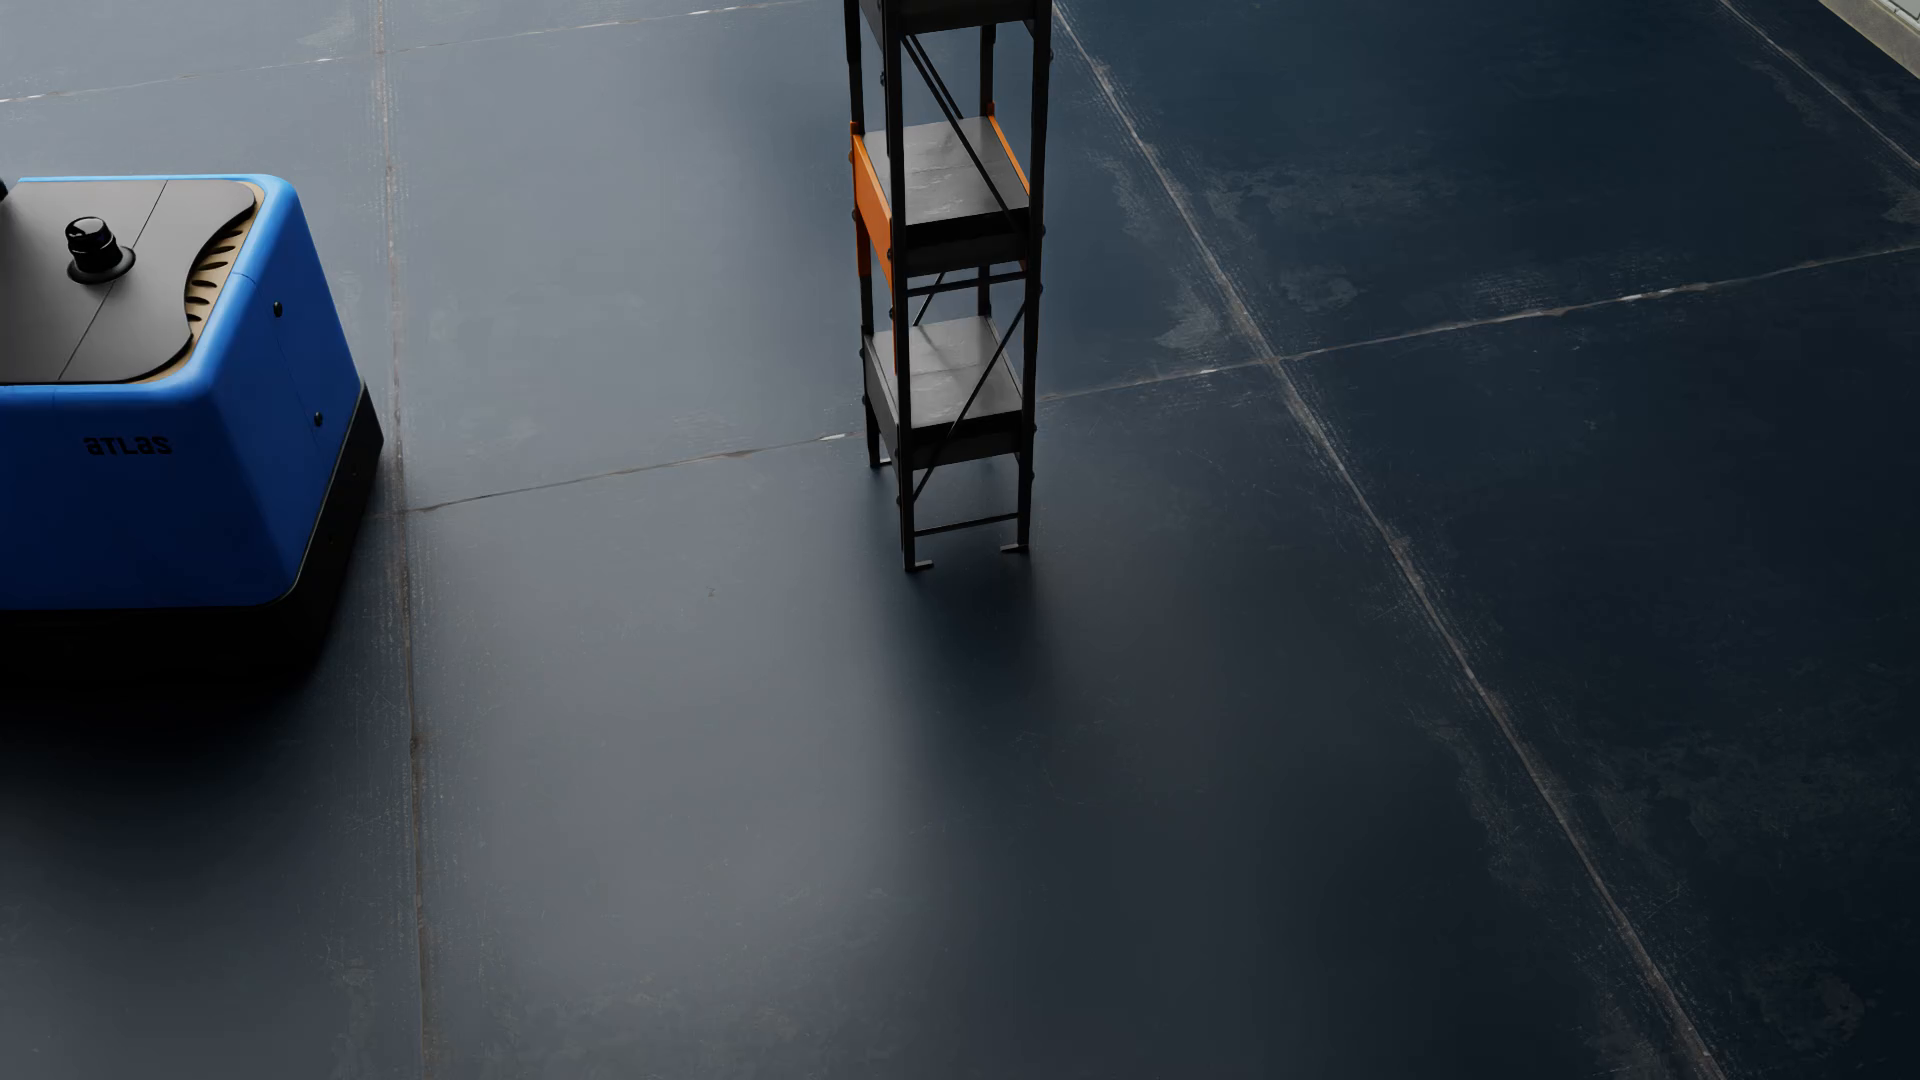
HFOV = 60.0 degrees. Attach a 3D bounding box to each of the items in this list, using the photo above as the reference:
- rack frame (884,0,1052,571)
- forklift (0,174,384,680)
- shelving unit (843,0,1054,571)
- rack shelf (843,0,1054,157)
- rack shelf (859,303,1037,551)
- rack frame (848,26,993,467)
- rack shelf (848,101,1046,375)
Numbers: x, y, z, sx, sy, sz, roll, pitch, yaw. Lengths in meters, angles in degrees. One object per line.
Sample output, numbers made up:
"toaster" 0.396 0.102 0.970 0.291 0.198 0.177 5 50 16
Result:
"rack frame" 0.020 -0.681 4.447 0.400 2.100 0.015 -11 47 -10
"forklift" -3.396 -0.962 4.141 3.031 2.935 1.130 -1 46 -1
"shelving unit" -0.042 -0.849 4.612 0.431 2.100 0.503 -11 47 -10
"rack shelf" -0.042 -1.330 4.122 0.431 0.518 0.480 -11 47 -10
"rack shelf" -0.042 -0.350 5.122 0.431 0.518 0.480 -11 47 -10
"rack frame" -0.105 -1.018 4.777 0.400 2.100 0.015 -11 47 -10
"rack shelf" -0.042 -0.840 4.622 0.431 0.518 0.480 -11 47 -10
